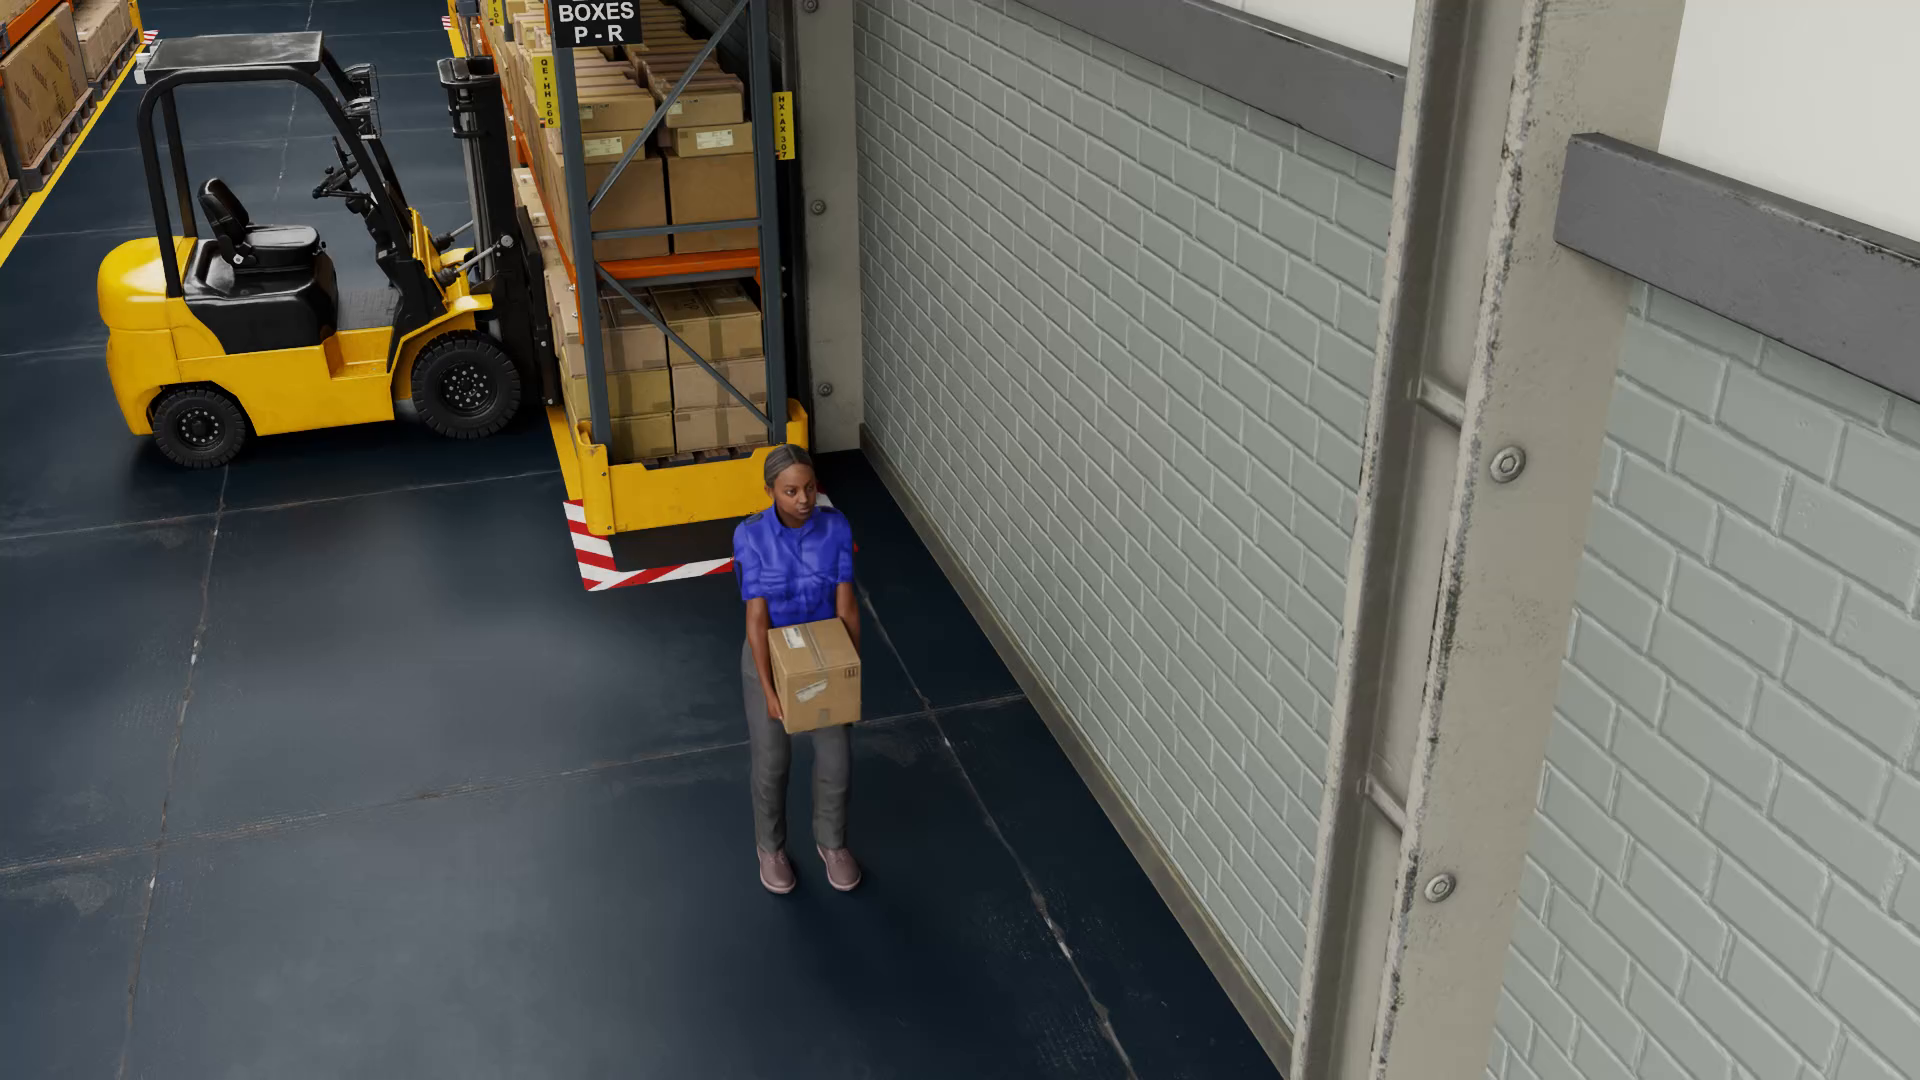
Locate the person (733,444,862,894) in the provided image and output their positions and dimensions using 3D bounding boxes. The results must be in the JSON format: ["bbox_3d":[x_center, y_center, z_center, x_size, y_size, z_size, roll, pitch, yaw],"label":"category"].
[{"bbox_3d":[-0.526,0.479,5.672,0.412,1.657,0.509,-9,28,-17],"label":"person"}]
